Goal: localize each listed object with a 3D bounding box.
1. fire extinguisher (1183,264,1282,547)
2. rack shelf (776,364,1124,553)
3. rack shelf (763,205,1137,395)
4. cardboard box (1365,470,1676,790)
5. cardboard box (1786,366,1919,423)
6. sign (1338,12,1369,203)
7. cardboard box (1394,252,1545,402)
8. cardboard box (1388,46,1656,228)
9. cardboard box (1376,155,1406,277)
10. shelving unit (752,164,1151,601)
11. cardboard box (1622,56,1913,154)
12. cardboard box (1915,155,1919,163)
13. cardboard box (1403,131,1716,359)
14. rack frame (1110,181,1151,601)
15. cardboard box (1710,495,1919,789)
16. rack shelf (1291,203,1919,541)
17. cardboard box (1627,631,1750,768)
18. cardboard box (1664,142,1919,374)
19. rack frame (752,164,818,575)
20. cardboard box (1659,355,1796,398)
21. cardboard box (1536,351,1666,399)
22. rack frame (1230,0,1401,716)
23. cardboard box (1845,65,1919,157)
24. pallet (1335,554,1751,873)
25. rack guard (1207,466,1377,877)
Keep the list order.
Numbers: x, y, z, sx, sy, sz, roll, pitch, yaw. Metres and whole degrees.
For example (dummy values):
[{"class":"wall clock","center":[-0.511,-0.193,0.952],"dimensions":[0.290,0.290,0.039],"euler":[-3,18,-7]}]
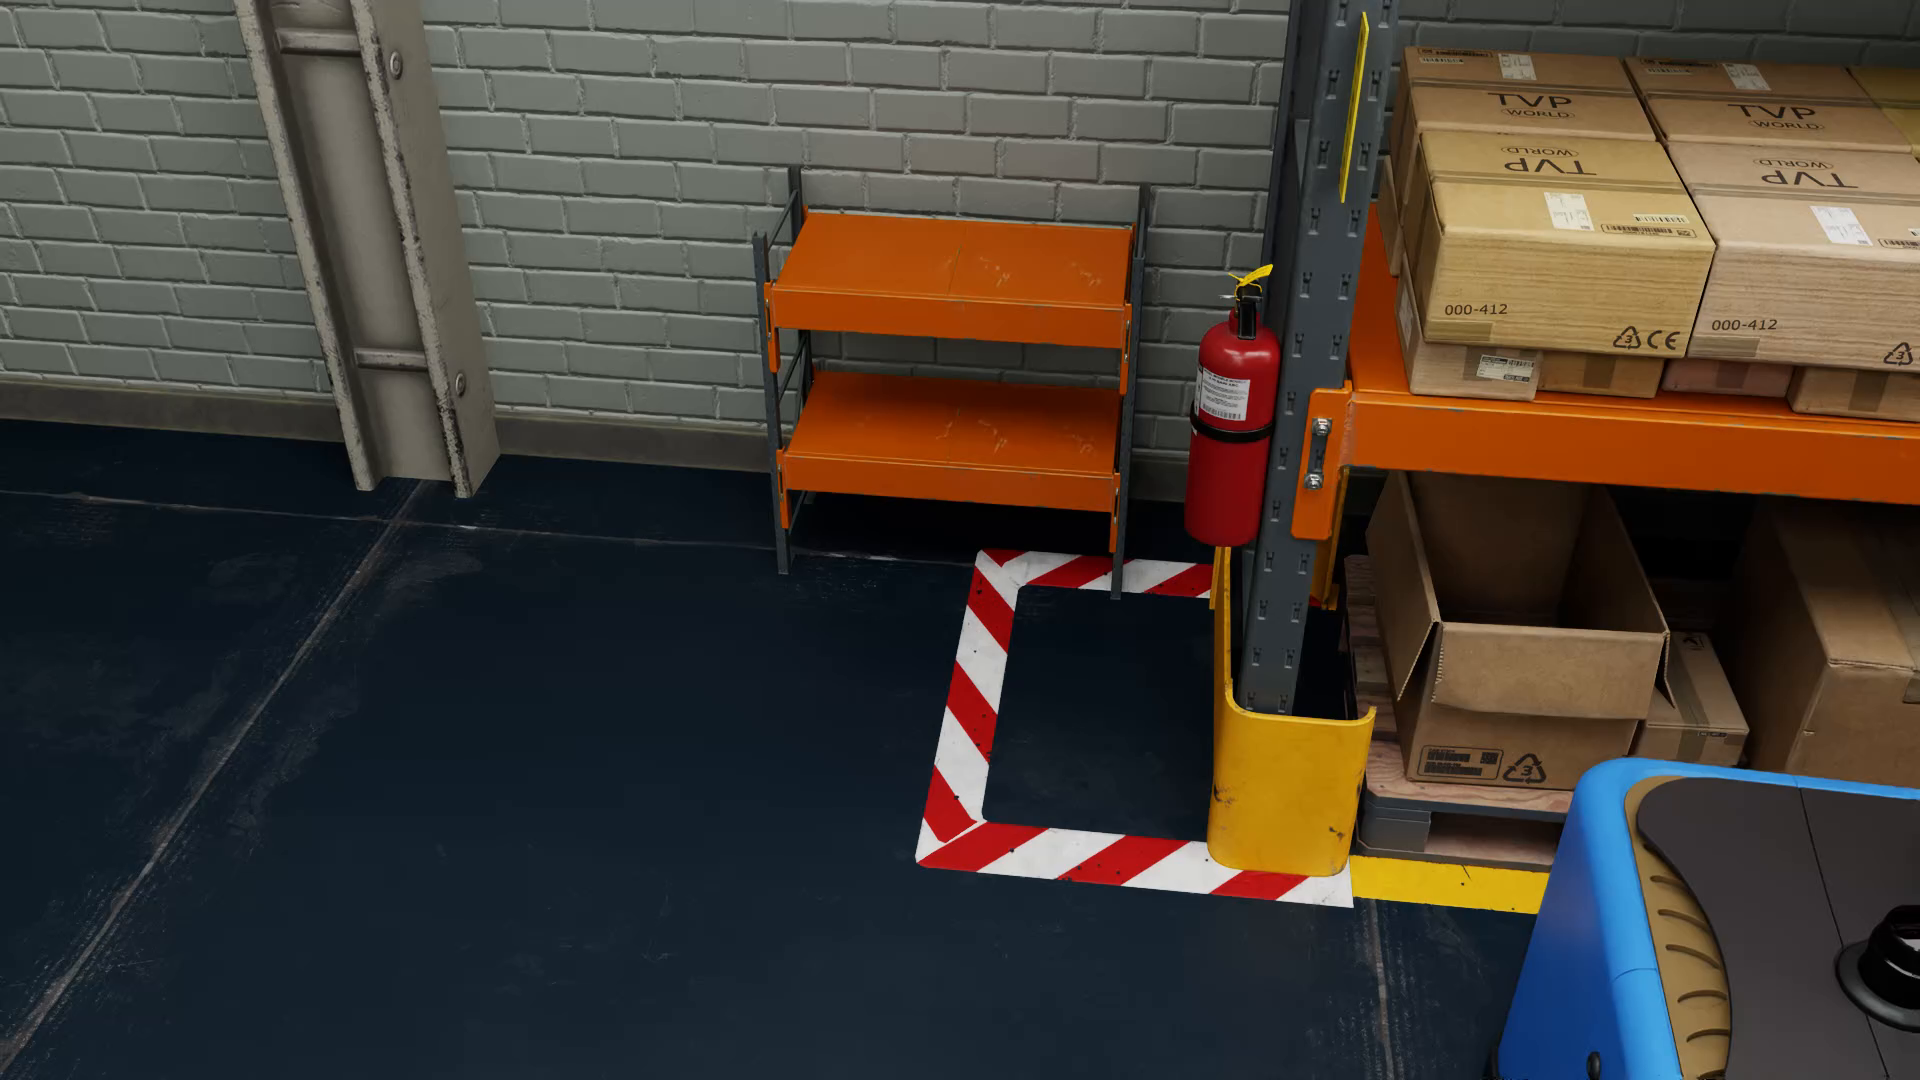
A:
[{"class":"fire extinguisher","center":[0.578,-0.304,3.481],"dimensions":[0.183,0.674,0.296],"euler":[4,36,6]},{"class":"rack shelf","center":[-0.006,-0.259,5.065],"dimensions":[1.000,0.278,0.538],"euler":[4,36,6]},{"class":"rack shelf","center":[-0.006,-0.696,4.753],"dimensions":[1.000,0.278,0.538],"euler":[4,36,6]},{"class":"cardboard box","center":[1.377,0.203,4.172],"dimensions":[0.637,0.503,0.797],"euler":[3,36,4]},{"class":"cardboard box","center":[1.840,-0.412,3.462],"dimensions":[0.250,0.149,0.380],"euler":[5,36,7]},{"class":"sign","center":[0.713,-0.782,3.019],"dimensions":[0.005,0.325,0.100],"euler":[4,36,6]},{"class":"cardboard box","center":[1.073,-0.458,3.526],"dimensions":[0.250,0.149,0.380],"euler":[4,36,6]},{"class":"cardboard box","center":[1.272,-0.921,3.832],"dimensions":[0.500,0.250,0.500],"euler":[5,36,7]},{"class":"cardboard box","center":[1.145,-0.770,3.964],"dimensions":[0.250,0.149,0.380],"euler":[4,36,5]},{"class":"shelving unit","center":[-0.006,-0.458,4.923],"dimensions":[1.048,1.125,0.538],"euler":[4,36,6]},{"class":"cardboard box","center":[1.784,-0.883,3.778],"dimensions":[0.500,0.250,0.500],"euler":[4,36,6]},{"class":"cardboard box","center":[2.201,-0.541,3.299],"dimensions":[0.500,0.250,0.500],"euler":[4,36,5]},{"class":"cardboard box","center":[1.198,-0.614,3.401],"dimensions":[0.500,0.250,0.500],"euler":[4,36,6]},{"class":"rack frame","center":[0.498,-0.421,4.871],"dimensions":[0.032,1.125,0.500],"euler":[4,36,6]},{"class":"cardboard box","center":[2.220,0.290,4.052],"dimensions":[0.500,0.500,0.700],"euler":[6,36,8]},{"class":"rack shelf","center":[2.766,-0.302,3.710],"dimensions":[4.000,0.370,1.077],"euler":[4,36,6]},{"class":"cardboard box","center":[1.793,0.401,4.199],"dimensions":[0.250,0.149,0.380],"euler":[3,36,4]},{"class":"cardboard box","center":[1.698,-0.577,3.349],"dimensions":[0.500,0.250,0.500],"euler":[5,36,6]},{"class":"rack frame","center":[-0.511,-0.494,4.975],"dimensions":[0.032,1.125,0.500],"euler":[4,36,6]},{"class":"cardboard box","center":[1.597,-0.466,3.537],"dimensions":[0.250,0.149,0.380],"euler":[4,36,5]},{"class":"cardboard box","center":[1.332,-0.466,3.537],"dimensions":[0.250,0.149,0.380],"euler":[5,36,7]},{"class":"rack frame","center":[0.782,-0.743,3.708],"dimensions":[0.127,3.000,1.000],"euler":[4,36,6]},{"class":"cardboard box","center":[2.274,-0.843,3.722],"dimensions":[0.500,0.250,0.500],"euler":[5,36,7]},{"class":"pallet","center":[1.649,0.457,4.429],"dimensions":[1.213,0.211,1.003],"euler":[4,36,6]},{"class":"rack guard","center":[0.858,0.281,4.427],"dimensions":[0.348,0.500,1.175],"euler":[4,36,6]}]
